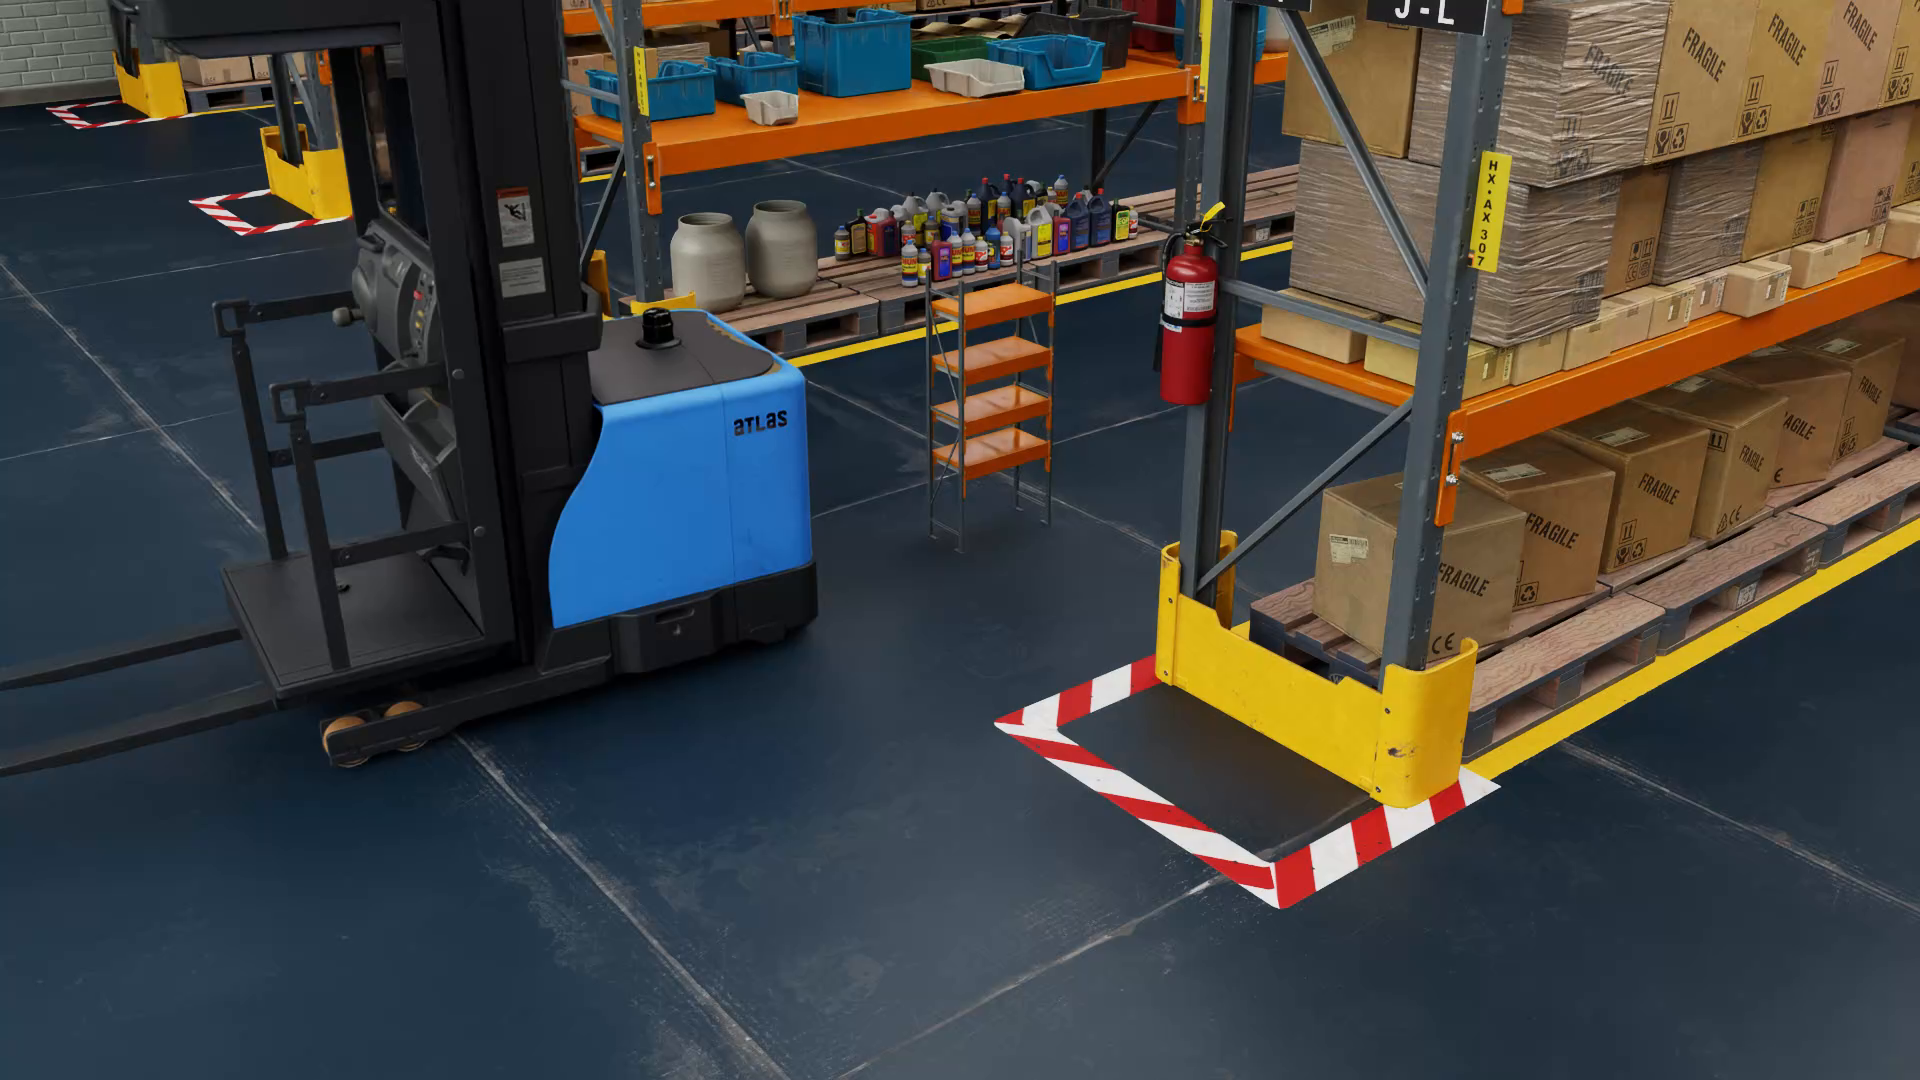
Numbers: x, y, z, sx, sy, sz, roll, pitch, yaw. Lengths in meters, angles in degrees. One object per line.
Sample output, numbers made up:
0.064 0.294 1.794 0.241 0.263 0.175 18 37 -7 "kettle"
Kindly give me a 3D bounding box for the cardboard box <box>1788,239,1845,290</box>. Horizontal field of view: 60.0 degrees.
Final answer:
3.105 -1.086 6.326 0.250 0.149 0.380 -18 31 -34 "cardboard box"

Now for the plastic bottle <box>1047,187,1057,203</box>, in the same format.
0.624 -2.345 11.542 0.097 0.201 0.097 0 25 0 "plastic bottle"

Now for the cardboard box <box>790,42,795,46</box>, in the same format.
-1.281 -4.556 15.605 0.500 0.311 0.500 -17 30 -33 "cardboard box"

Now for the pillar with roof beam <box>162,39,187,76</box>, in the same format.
-5.362 -7.385 12.474 0.400 9.000 9.100 -18 31 -34 "pillar with roof beam"

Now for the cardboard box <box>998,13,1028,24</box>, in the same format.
0.726 -5.219 17.033 0.500 0.311 0.500 -17 30 -32 "cardboard box"

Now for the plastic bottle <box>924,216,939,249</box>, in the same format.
-0.186 -2.001 10.799 0.097 0.201 0.097 0 25 0 "plastic bottle"

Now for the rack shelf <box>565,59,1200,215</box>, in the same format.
-0.348 -2.533 9.999 4.000 0.370 1.077 -18 31 -34 "rack shelf"

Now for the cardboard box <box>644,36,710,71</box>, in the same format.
-2.459 -3.985 14.151 0.500 0.500 0.500 -18 31 -34 "cardboard box"

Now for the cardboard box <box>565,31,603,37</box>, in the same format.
-4.319 -5.923 18.896 0.500 0.500 0.700 -17 30 -32 "cardboard box"

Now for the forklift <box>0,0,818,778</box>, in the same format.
-2.076 -0.818 5.531 3.031 2.935 1.130 -14 29 -28 "forklift"

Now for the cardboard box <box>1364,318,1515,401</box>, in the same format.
1.506 -0.580 5.235 0.250 0.149 0.380 -18 31 -34 "cardboard box"

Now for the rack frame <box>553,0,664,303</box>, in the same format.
-1.922 -2.340 8.729 0.127 3.000 1.000 -18 31 -34 "rack frame"

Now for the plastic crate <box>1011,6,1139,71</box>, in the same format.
0.735 -3.257 10.778 0.504 0.338 0.767 -18 31 -34 "plastic crate"

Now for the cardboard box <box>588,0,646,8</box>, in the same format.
-2.982 -4.681 13.653 0.500 0.500 0.700 -18 30 -33 "cardboard box"

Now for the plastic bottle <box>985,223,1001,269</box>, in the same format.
0.205 -1.837 10.364 0.097 0.271 0.097 0 25 0 "plastic bottle"

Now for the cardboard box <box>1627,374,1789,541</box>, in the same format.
3.056 -0.366 6.945 0.500 0.500 0.500 -22 33 -38 "cardboard box"

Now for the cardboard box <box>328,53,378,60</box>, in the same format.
-6.379 -5.160 17.251 0.500 0.500 0.700 -21 32 -37 "cardboard box"

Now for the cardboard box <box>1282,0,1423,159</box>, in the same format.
1.414 -1.558 5.383 0.500 0.500 0.500 -18 31 -34 "cardboard box"

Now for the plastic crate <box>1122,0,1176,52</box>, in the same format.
1.418 -3.635 11.443 0.583 0.464 0.402 -18 31 -34 "plastic crate"

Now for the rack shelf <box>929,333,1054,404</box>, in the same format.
0.130 -0.729 7.024 0.480 0.148 0.258 -18 31 -34 "rack shelf"

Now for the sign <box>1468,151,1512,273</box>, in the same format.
1.469 -0.912 4.624 0.005 0.325 0.100 -18 31 -34 "sign"

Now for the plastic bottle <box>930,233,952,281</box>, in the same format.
-0.114 -1.728 10.114 0.133 0.283 0.061 -18 30 -33 "plastic bottle"

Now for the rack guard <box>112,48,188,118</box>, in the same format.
-7.976 -4.508 16.369 0.348 0.500 1.175 -18 31 -34 "rack guard"

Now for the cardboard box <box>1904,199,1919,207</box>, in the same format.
3.858 -1.364 6.925 0.250 0.149 0.380 -18 31 -34 "cardboard box"

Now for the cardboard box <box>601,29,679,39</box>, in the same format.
-2.775 -4.155 14.516 0.500 0.500 0.500 -18 31 -34 "cardboard box"

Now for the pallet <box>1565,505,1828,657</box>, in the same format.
2.814 0.032 6.931 1.213 0.211 1.003 -18 31 -34 "pallet"

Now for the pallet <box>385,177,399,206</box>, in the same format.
-4.400 -2.929 13.311 1.213 0.211 1.003 -18 31 -34 "pallet"

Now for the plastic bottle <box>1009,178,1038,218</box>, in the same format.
0.423 -2.257 11.174 0.185 0.351 0.144 -18 31 -34 "plastic bottle"

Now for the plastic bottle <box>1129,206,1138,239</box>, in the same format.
1.132 -2.112 11.038 0.097 0.201 0.097 0 25 0 "plastic bottle"

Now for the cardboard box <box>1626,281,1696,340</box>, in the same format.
2.305 -0.833 5.781 0.250 0.149 0.380 -18 31 -34 "cardboard box"

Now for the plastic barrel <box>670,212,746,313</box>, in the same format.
-1.451 -1.598 9.587 0.421 0.512 0.421 0 25 0 "plastic barrel"

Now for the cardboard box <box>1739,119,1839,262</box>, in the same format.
2.724 -1.424 6.284 0.500 0.500 0.875 -18 31 -34 "cardboard box"

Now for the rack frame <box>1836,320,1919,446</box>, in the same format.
4.282 -1.738 7.432 0.127 3.000 1.000 -18 31 -34 "rack frame"

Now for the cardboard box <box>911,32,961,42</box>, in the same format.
-0.140 -4.643 15.792 0.500 0.311 0.500 -17 30 -33 "cardboard box"

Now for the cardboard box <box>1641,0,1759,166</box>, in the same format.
2.133 -1.513 5.287 0.500 0.500 0.500 -18 31 -34 "cardboard box"

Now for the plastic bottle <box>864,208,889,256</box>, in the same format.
-0.532 -1.983 10.672 0.135 0.276 0.152 -18 30 -34 "plastic bottle"

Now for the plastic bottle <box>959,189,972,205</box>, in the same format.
0.030 -2.196 11.123 0.133 0.283 0.061 -17 30 -32 "plastic bottle"

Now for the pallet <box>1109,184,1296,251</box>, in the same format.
1.820 -2.331 12.022 1.213 0.211 1.003 -18 31 -34 "pallet"

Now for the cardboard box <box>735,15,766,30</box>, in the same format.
-2.752 -6.466 20.066 0.500 0.500 0.700 -18 31 -34 "cardboard box"

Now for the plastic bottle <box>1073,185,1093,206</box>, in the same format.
0.808 -2.162 10.969 0.185 0.351 0.144 -18 31 -34 "plastic bottle"

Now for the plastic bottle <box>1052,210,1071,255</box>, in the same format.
0.643 -1.978 10.652 0.133 0.283 0.061 -16 29 -31 "plastic bottle"

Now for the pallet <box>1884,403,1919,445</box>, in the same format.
4.894 -0.676 8.456 1.213 0.211 1.003 -18 31 -34 "pallet"

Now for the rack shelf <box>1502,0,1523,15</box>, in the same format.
2.708 -2.253 5.833 4.000 0.370 1.077 -18 31 -34 "rack shelf"

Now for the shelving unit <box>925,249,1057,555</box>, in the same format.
0.130 -0.587 7.090 0.503 1.200 0.258 -18 31 -34 "shelving unit"

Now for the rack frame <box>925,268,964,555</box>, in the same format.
-0.062 -0.524 6.953 0.015 1.200 0.240 -18 31 -34 "rack frame"

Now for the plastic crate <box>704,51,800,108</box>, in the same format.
-1.198 -2.668 9.613 0.408 0.251 0.499 -18 31 -34 "plastic crate"
